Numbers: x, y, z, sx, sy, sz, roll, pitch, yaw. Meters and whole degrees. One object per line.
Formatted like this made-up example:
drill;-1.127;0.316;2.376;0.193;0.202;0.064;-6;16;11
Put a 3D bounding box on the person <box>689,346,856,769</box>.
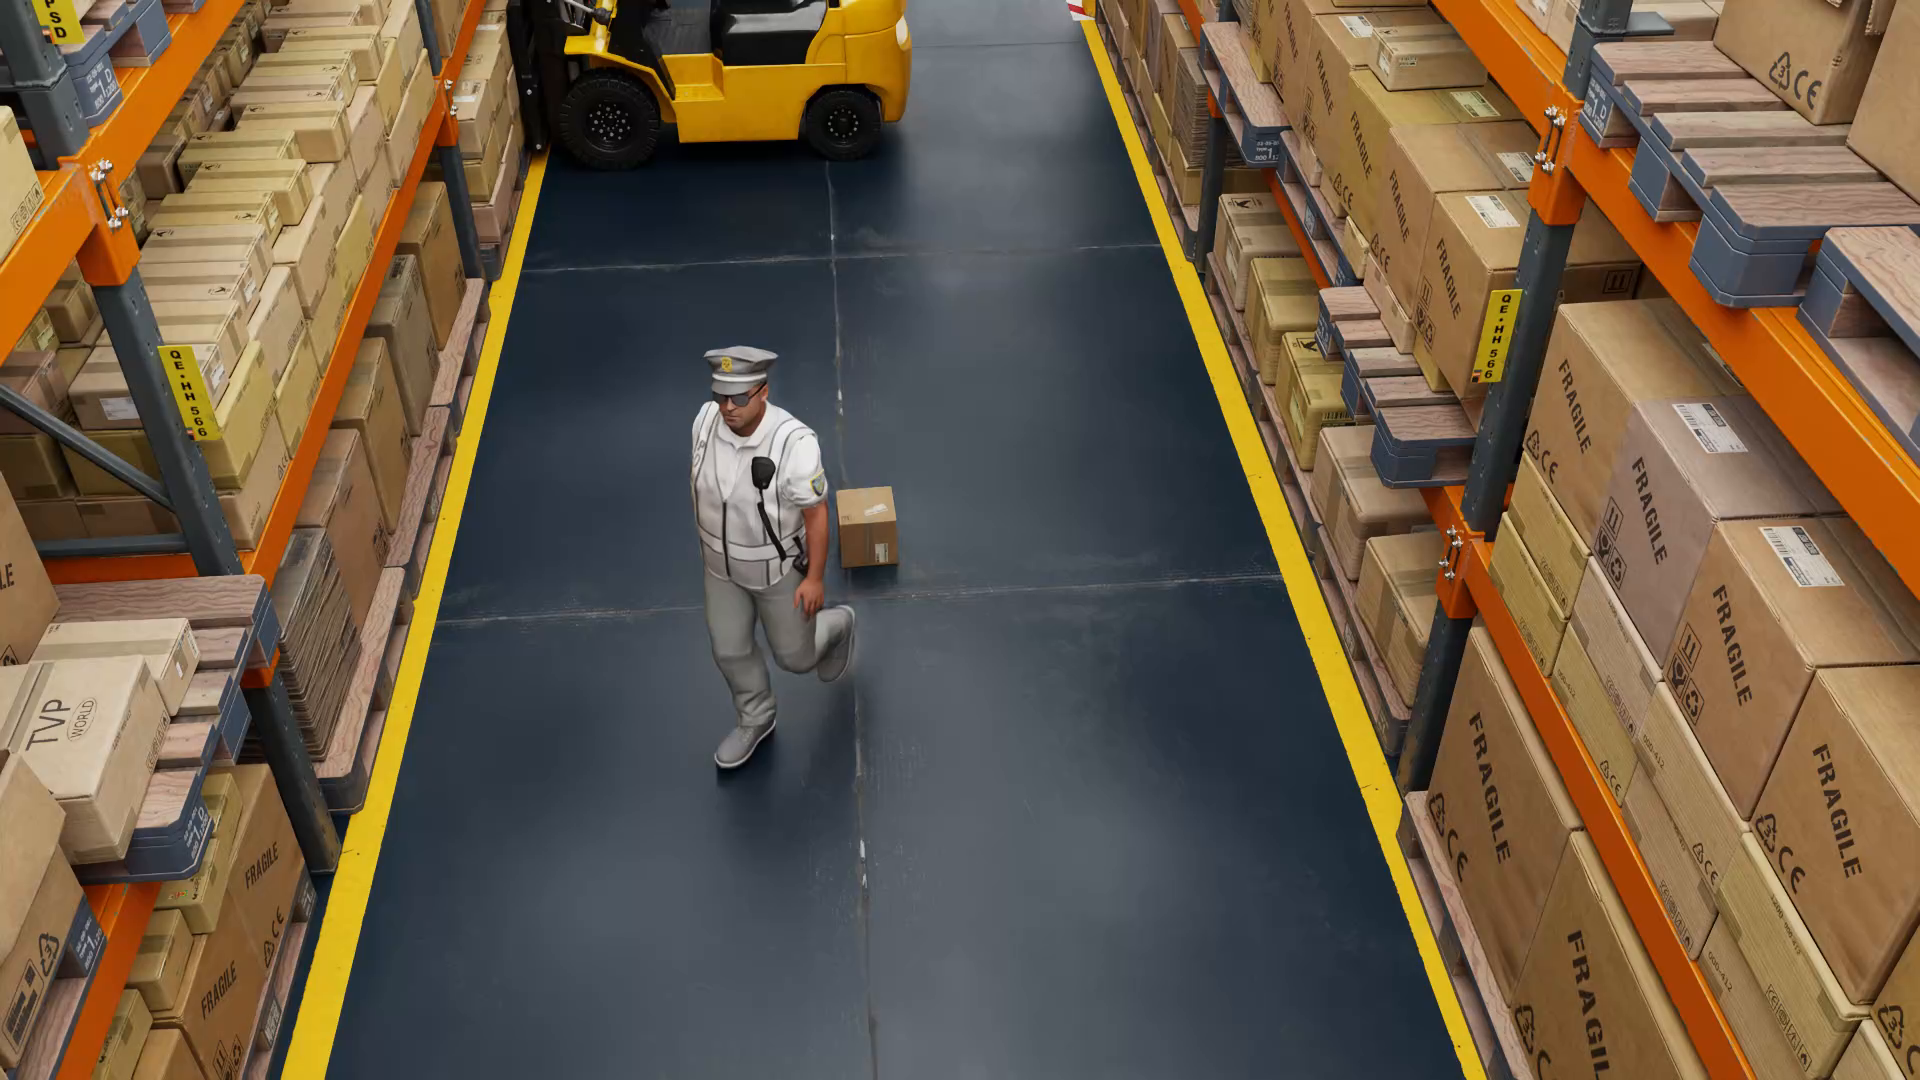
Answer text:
person;-0.702;0.018;6.083;0.542;1.748;0.738;17;42;20
